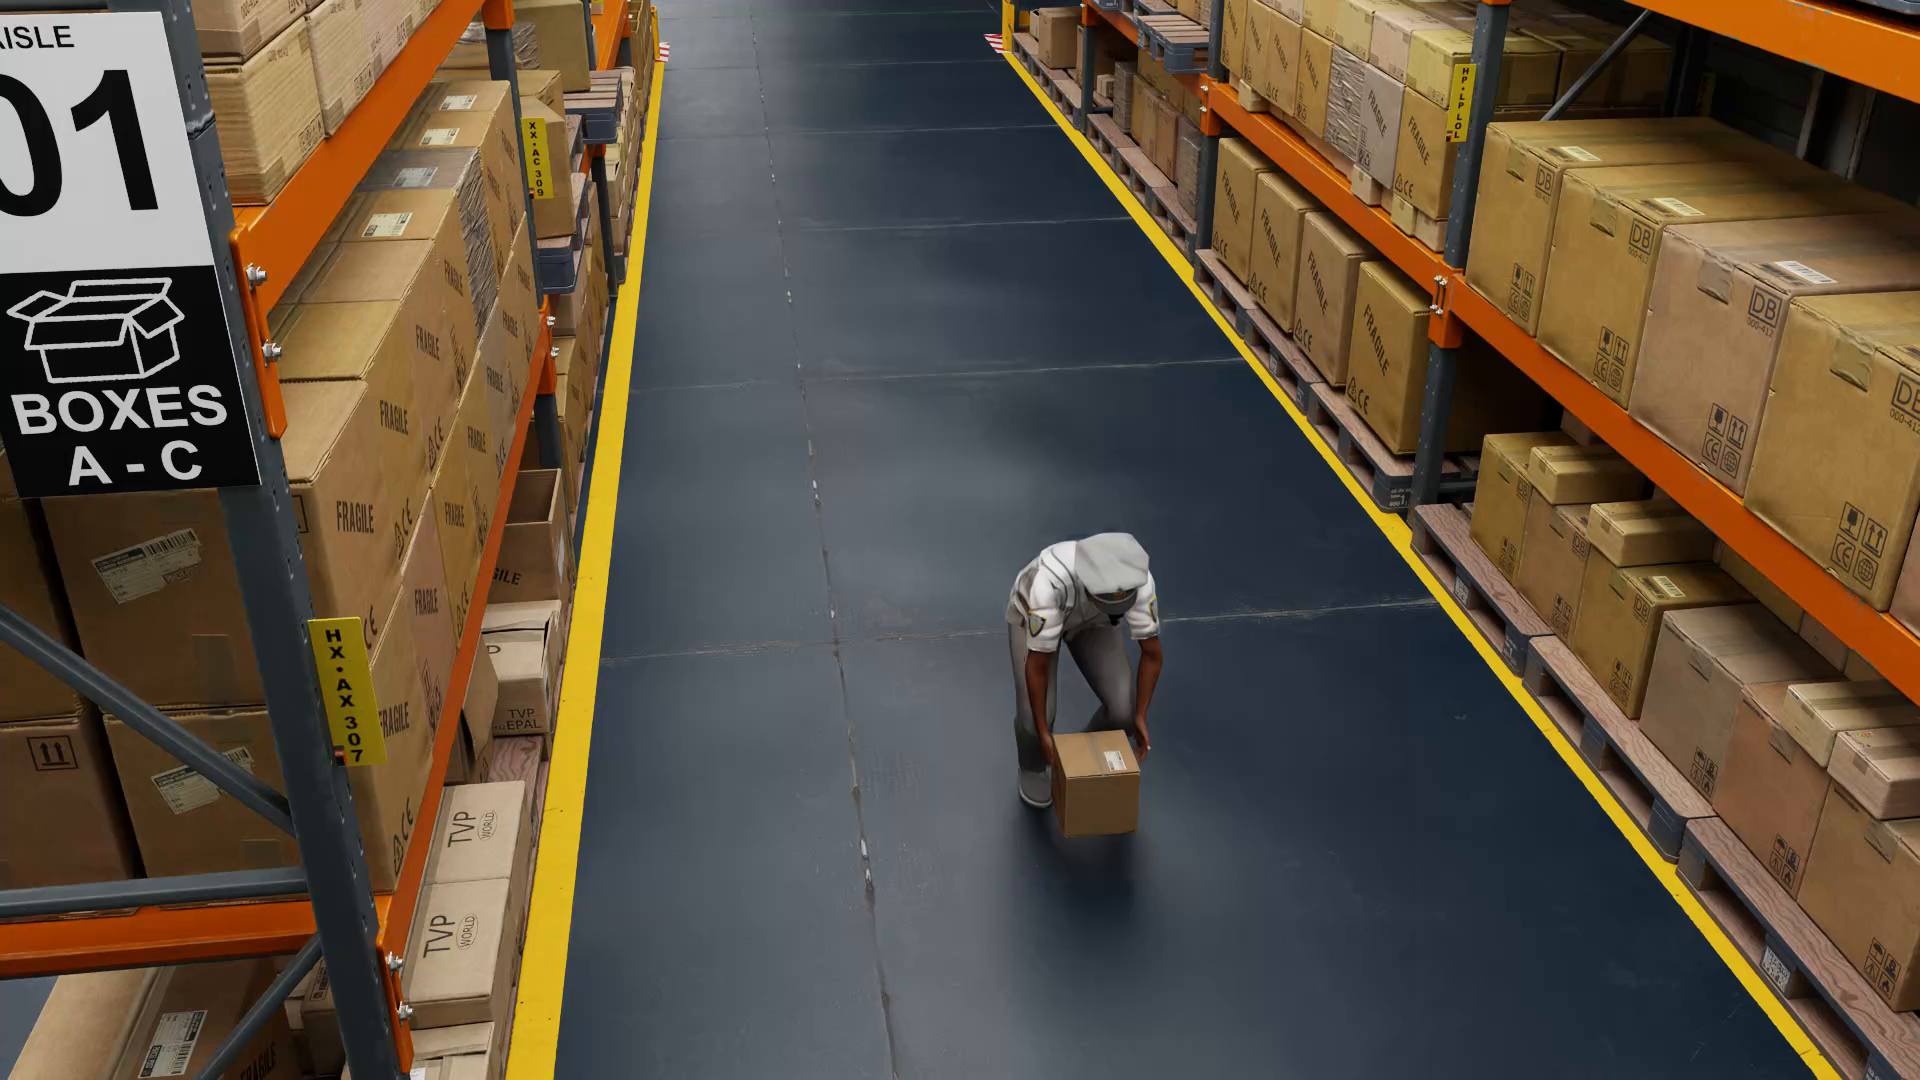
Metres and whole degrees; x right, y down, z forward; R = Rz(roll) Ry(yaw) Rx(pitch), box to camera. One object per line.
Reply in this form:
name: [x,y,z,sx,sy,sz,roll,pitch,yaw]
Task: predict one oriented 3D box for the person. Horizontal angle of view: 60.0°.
person: [0.437,0.412,5.866,0.496,1.170,0.805,-4,28,-7]
